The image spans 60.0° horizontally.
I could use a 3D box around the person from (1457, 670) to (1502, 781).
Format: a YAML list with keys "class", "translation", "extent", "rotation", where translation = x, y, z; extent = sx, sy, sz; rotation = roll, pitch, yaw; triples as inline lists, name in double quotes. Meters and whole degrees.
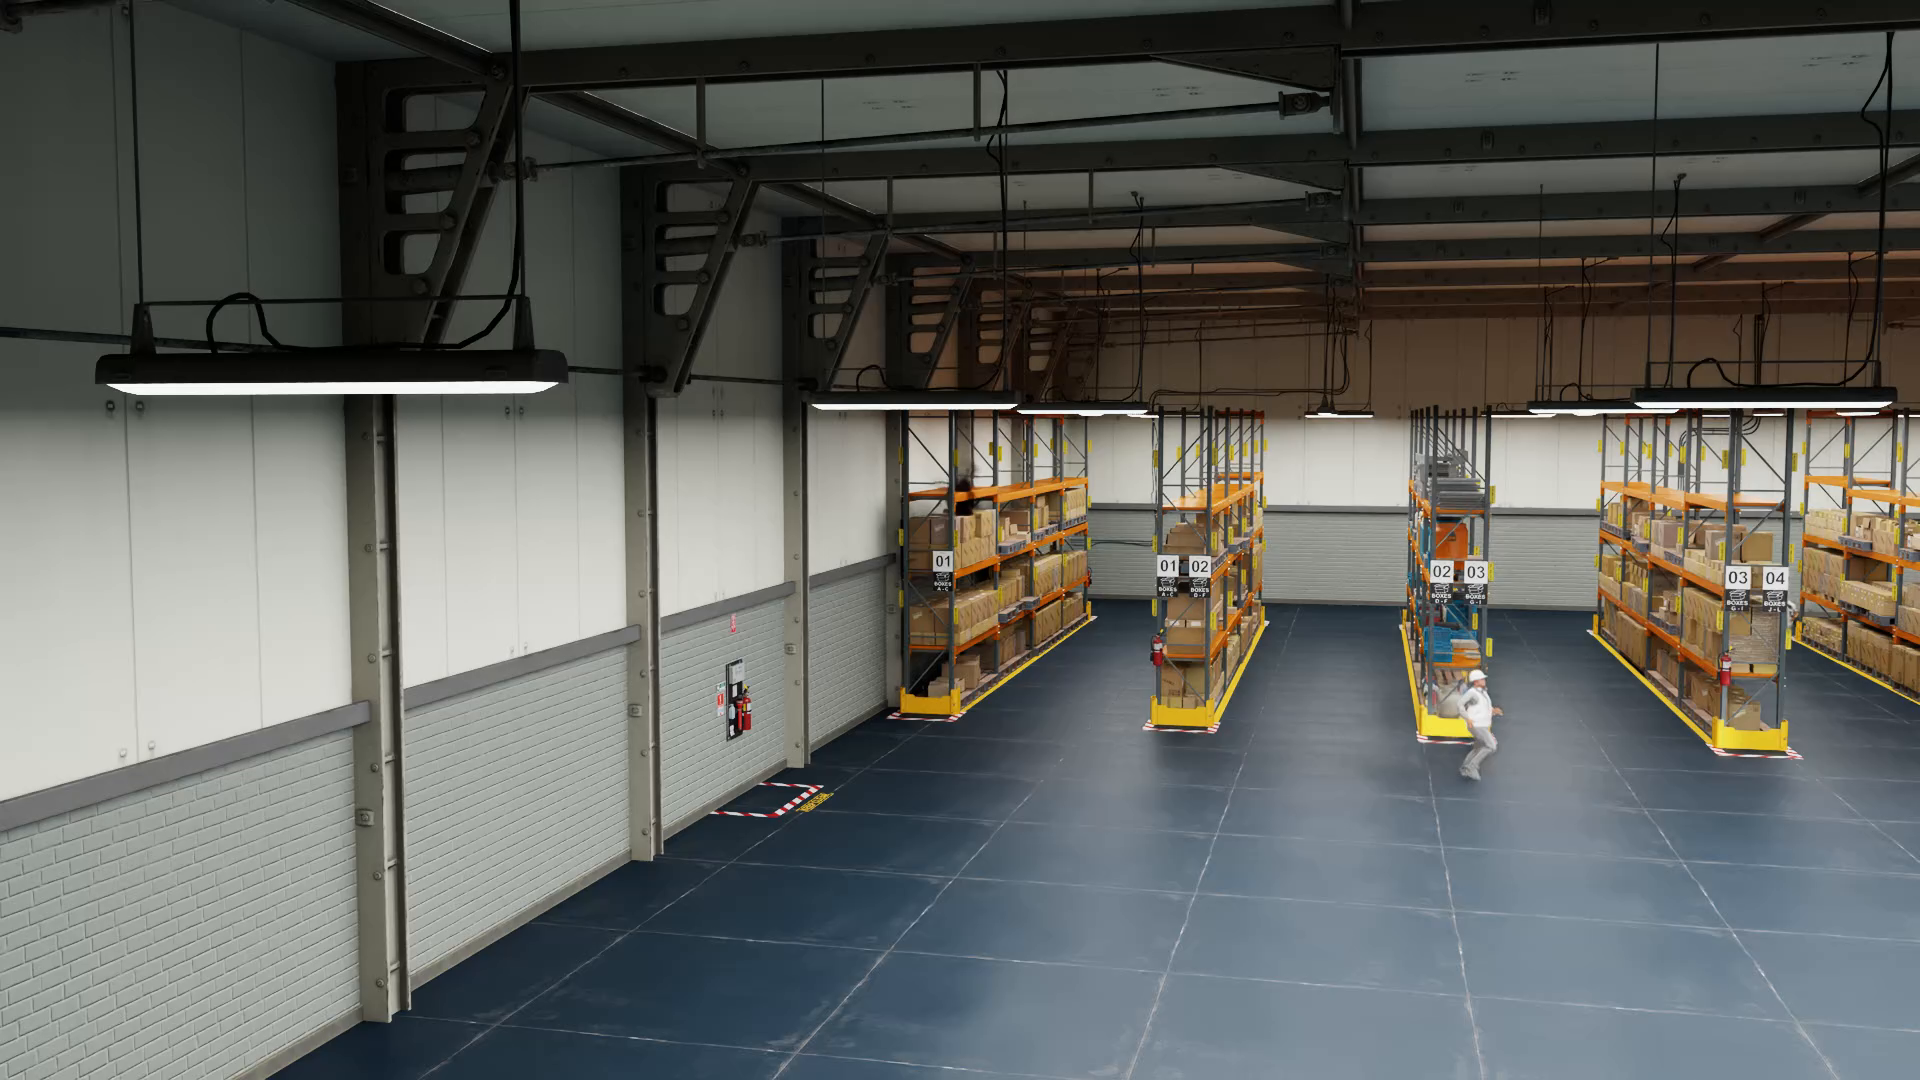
- class: "person"
  translation: [8.266, 2.946, 26.394]
  extent: [0.670, 1.751, 0.638]
  rotation: [3, 5, 36]

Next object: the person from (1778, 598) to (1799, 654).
- class: "person"
  translation: [19.729, 2.058, 39.795]
  extent: [0.601, 1.669, 0.757]
  rotation: [2, 4, 23]

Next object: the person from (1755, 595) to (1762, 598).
- class: "person"
  translation: [21.143, 1.690, 44.314]
  extent: [0.890, 1.764, 0.792]
  rotation: [-2, 5, -26]
